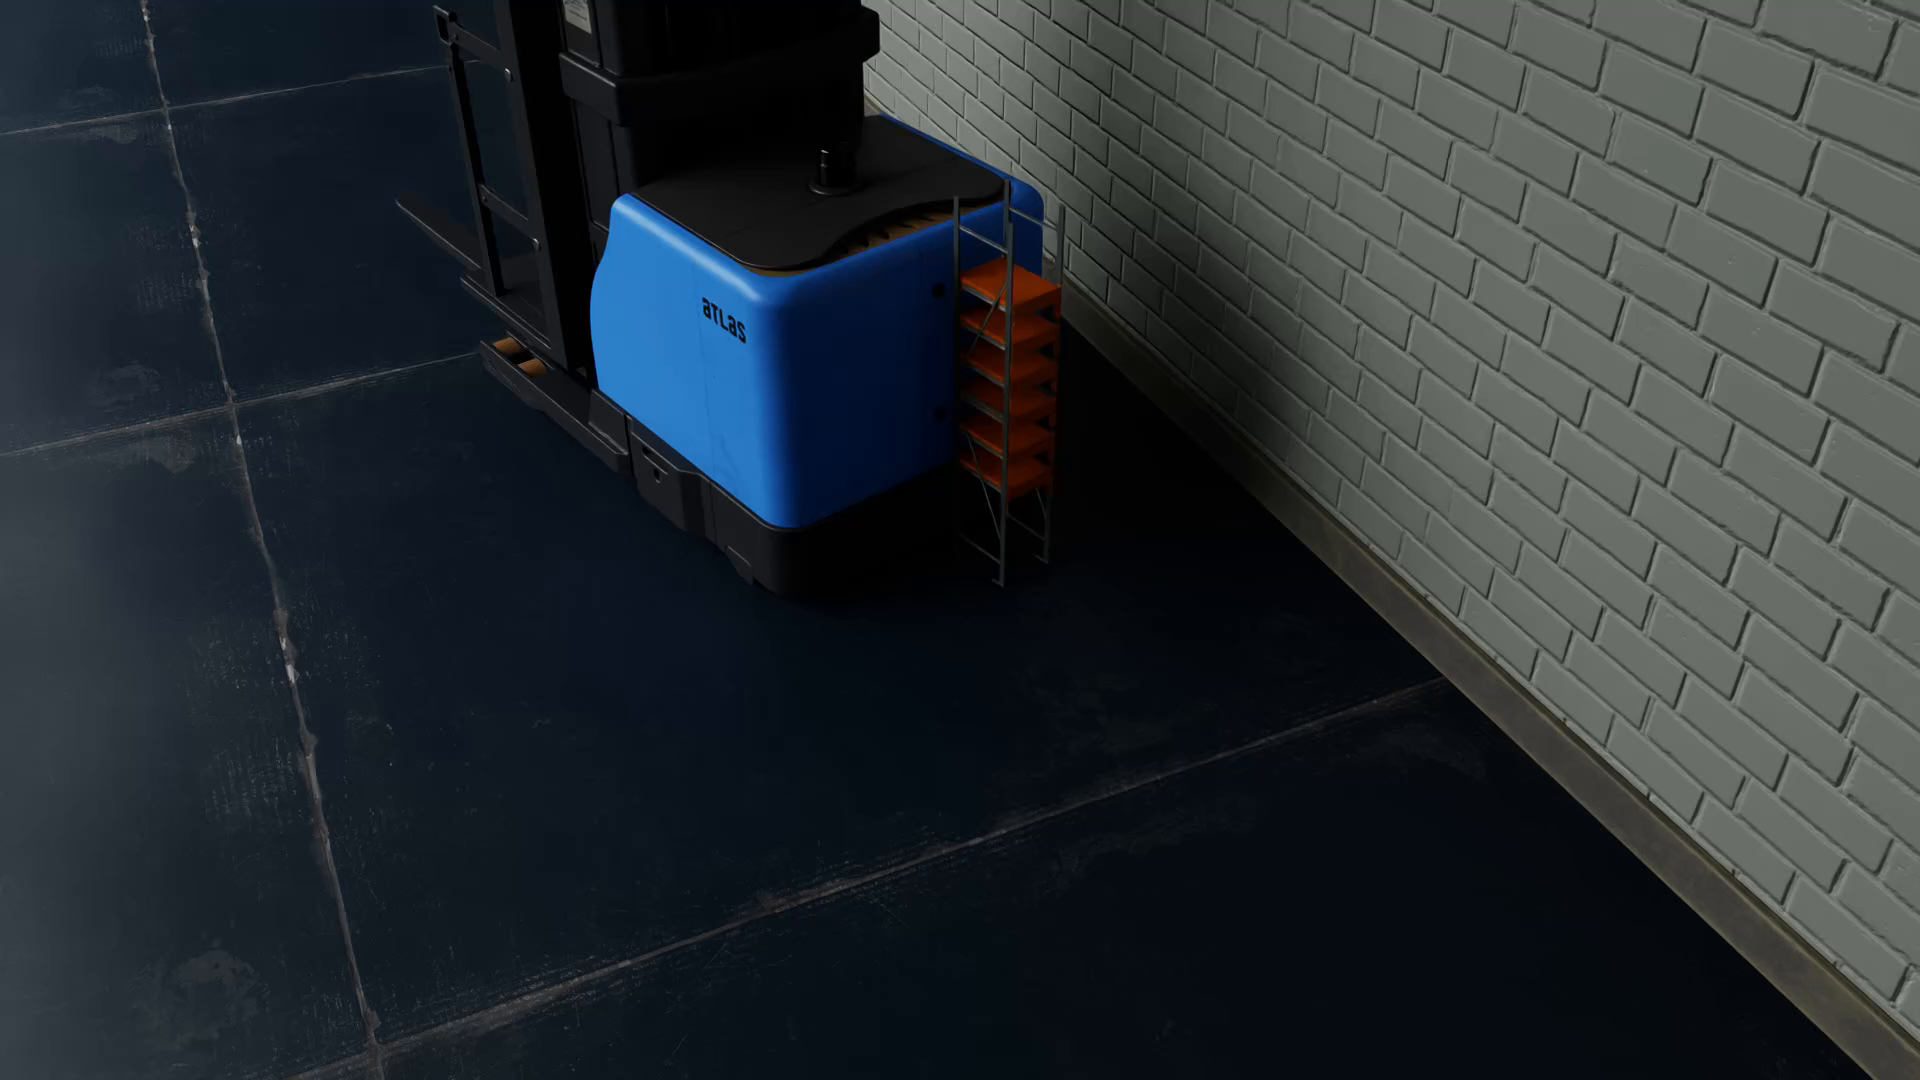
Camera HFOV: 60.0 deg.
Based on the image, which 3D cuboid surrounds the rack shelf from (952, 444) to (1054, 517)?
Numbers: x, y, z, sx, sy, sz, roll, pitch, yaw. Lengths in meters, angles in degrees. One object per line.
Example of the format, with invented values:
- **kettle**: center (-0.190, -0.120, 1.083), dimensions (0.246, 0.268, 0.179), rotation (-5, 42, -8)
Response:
- **rack shelf**: center (0.128, -0.198, 4.987), dimensions (0.180, 0.103, 0.258), rotation (-26, 44, -32)

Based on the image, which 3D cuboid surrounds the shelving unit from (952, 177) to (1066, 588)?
- **shelving unit**: center (0.130, -0.427, 4.818), dimensions (0.189, 1.200, 0.258), rotation (-26, 44, -32)

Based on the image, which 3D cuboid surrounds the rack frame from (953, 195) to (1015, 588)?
- **rack frame**: center (0.060, -0.393, 4.770), dimensions (0.006, 1.200, 0.240), rotation (-26, 44, -32)

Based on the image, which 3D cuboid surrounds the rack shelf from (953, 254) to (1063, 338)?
- **rack shelf**: center (0.131, -0.682, 4.631), dimensions (0.180, 0.103, 0.258), rotation (-26, 44, -32)

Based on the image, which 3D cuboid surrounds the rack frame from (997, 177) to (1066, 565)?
- **rack frame**: center (0.199, -0.462, 4.866), dimensions (0.006, 1.200, 0.240), rotation (-26, 44, -32)

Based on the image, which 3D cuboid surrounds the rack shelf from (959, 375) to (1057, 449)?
- **rack shelf**: center (0.129, -0.392, 4.844), dimensions (0.180, 0.103, 0.258), rotation (-26, 44, -32)

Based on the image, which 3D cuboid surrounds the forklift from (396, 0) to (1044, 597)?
- **forklift**: center (-1.067, -1.819, 5.242), dimensions (1.130, 2.935, 3.031), rotation (-26, 44, -31)

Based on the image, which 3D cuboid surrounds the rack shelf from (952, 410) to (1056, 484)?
- **rack shelf**: center (0.129, -0.295, 4.915), dimensions (0.180, 0.103, 0.258), rotation (-26, 44, -32)

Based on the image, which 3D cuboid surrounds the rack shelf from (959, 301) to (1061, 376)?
- **rack shelf**: center (0.131, -0.585, 4.702), dimensions (0.180, 0.103, 0.258), rotation (-26, 44, -32)

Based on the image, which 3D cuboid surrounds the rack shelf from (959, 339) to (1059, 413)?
- **rack shelf**: center (0.130, -0.488, 4.773), dimensions (0.180, 0.103, 0.258), rotation (-26, 44, -32)
